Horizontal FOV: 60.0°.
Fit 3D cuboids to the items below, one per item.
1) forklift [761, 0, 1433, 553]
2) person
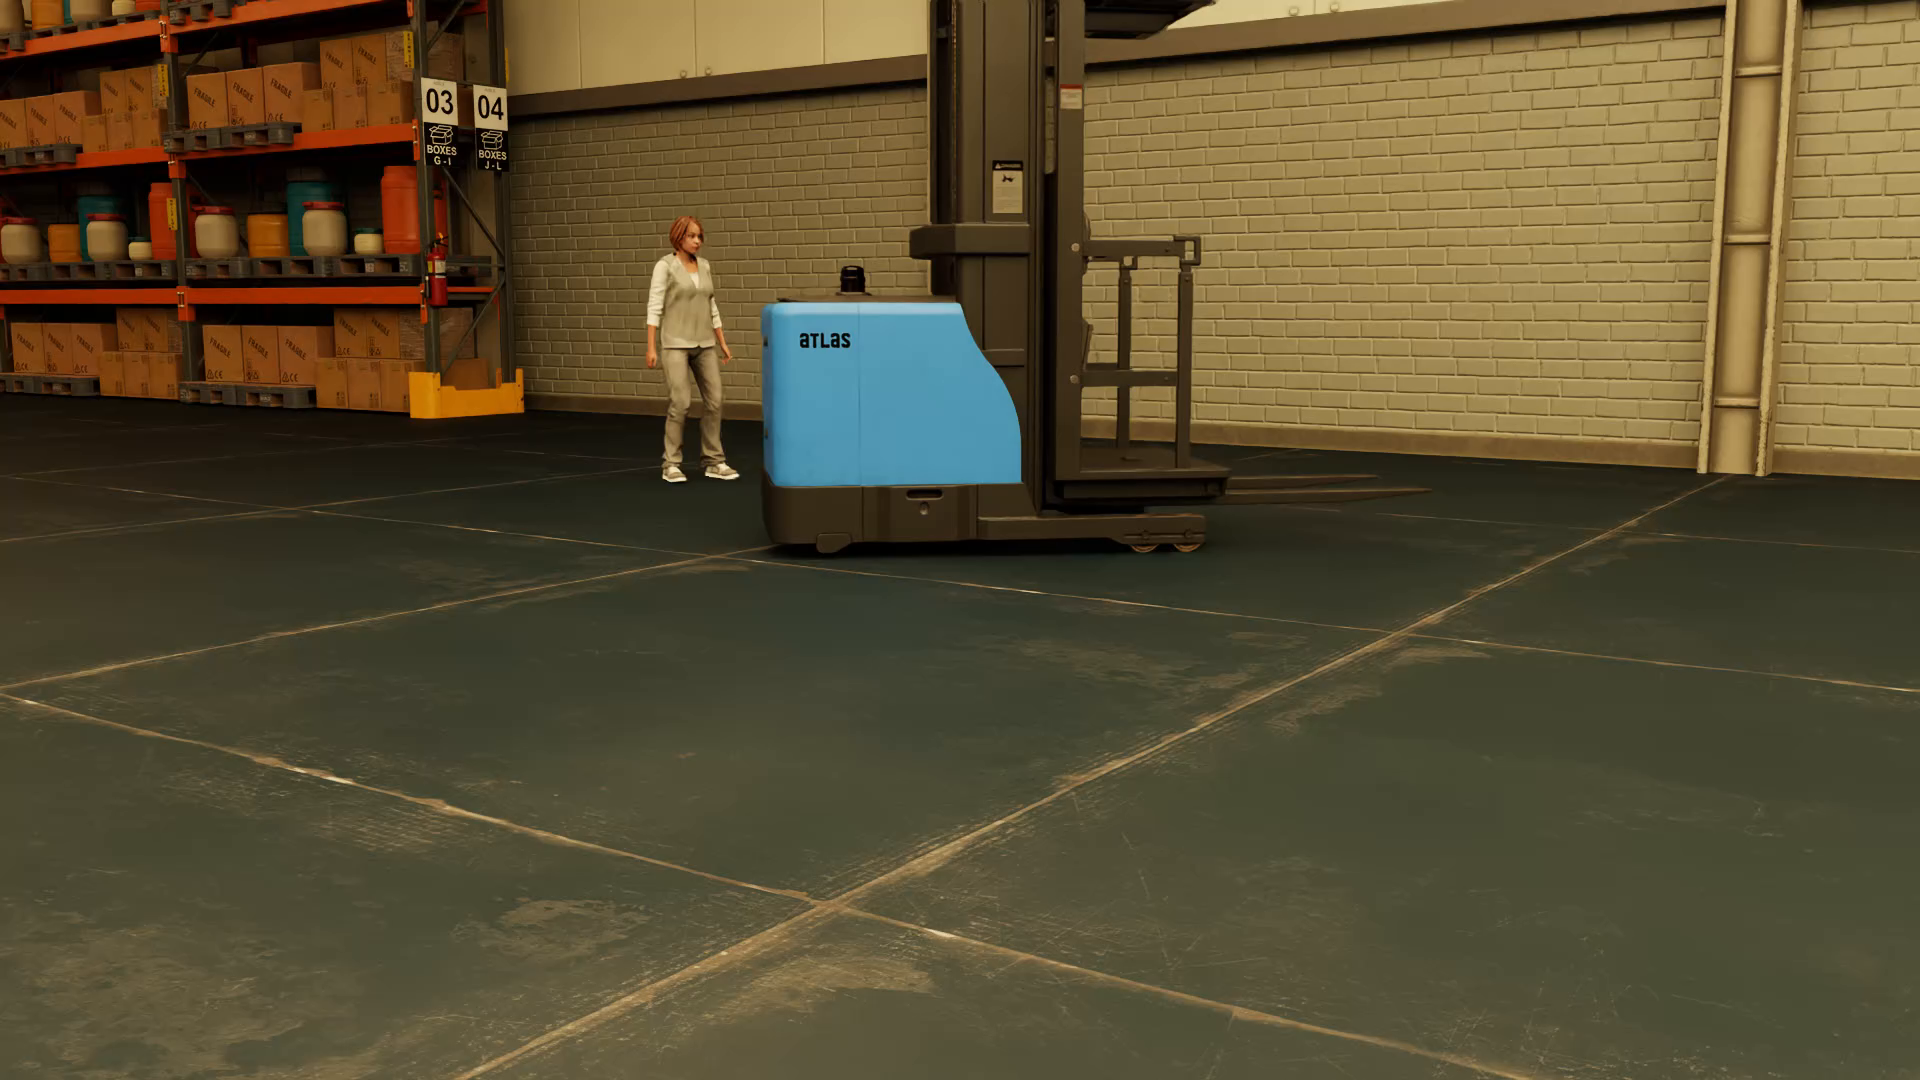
[{"bbox_3d":[0.624,-1.469,7.521,3.031,2.935,1.130,-1,8,-9],"label":"forklift"},{"bbox_3d":[-1.621,-1.145,10.014,0.560,1.589,0.345,-8,11,-43],"label":"person"}]
